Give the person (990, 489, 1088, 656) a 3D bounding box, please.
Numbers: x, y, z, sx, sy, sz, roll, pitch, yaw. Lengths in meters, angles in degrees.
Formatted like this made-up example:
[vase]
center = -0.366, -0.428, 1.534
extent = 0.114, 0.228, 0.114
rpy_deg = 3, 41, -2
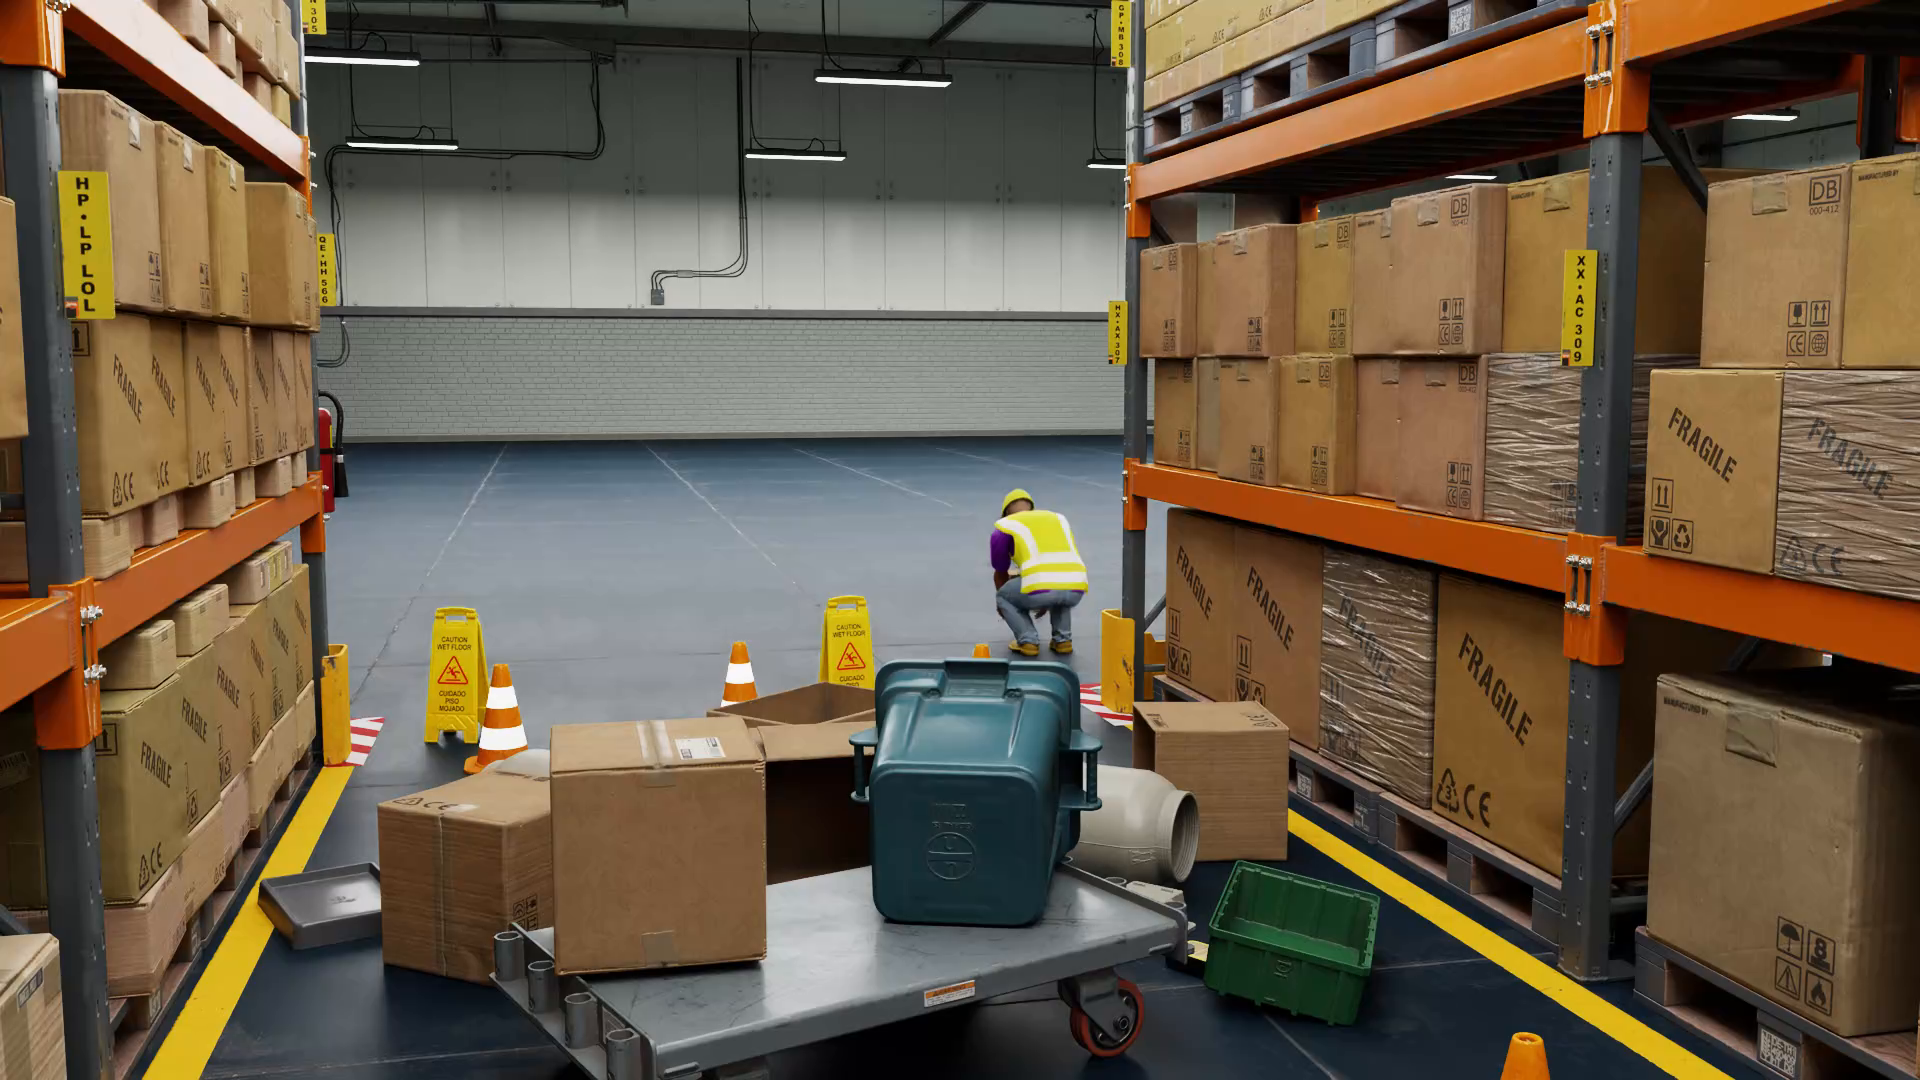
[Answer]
[person]
center = 0.480, 0.201, 10.578
extent = 0.553, 1.011, 0.823
rpy_deg = -2, 6, -15
